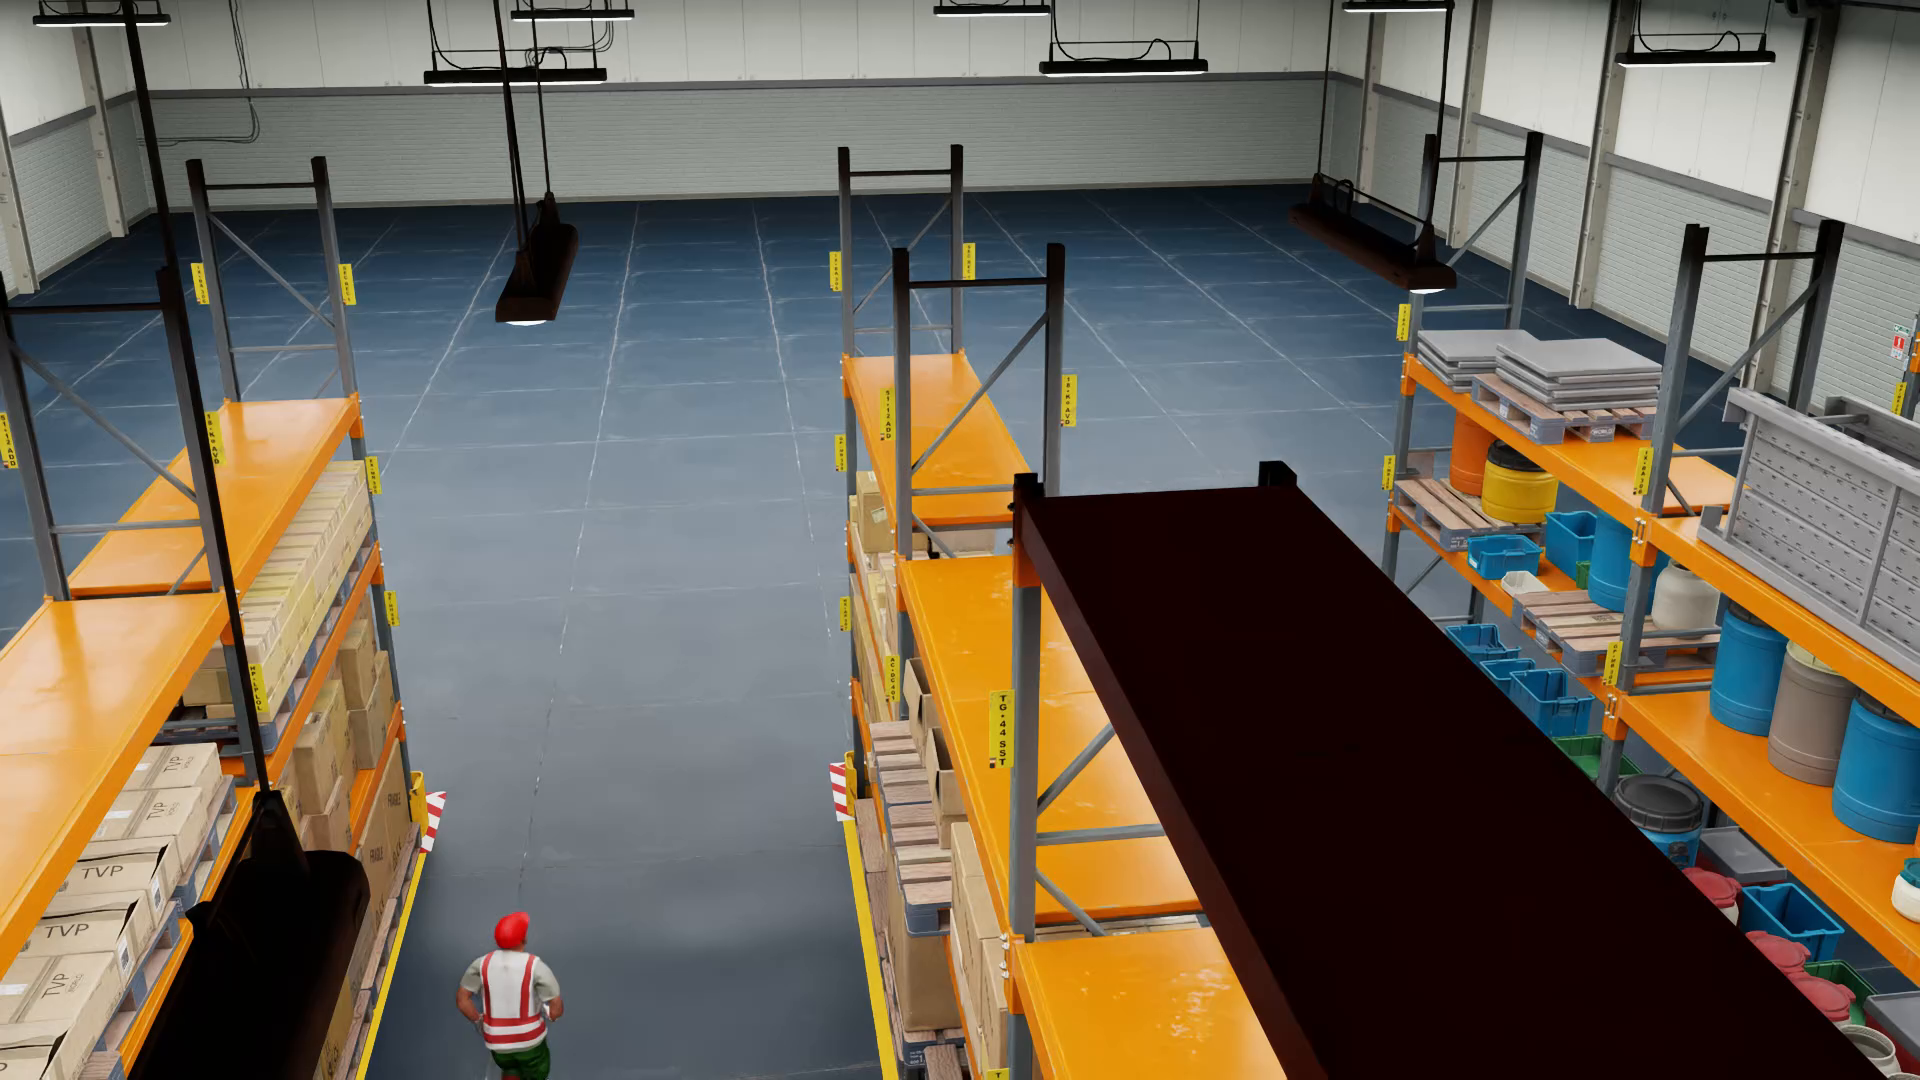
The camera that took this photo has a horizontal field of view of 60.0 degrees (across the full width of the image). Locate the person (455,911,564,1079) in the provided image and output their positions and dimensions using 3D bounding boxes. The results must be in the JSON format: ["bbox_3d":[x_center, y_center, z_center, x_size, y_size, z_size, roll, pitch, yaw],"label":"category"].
[{"bbox_3d":[-2.960,3.298,11.033,0.697,1.690,0.602,0,22,0],"label":"person"}]
